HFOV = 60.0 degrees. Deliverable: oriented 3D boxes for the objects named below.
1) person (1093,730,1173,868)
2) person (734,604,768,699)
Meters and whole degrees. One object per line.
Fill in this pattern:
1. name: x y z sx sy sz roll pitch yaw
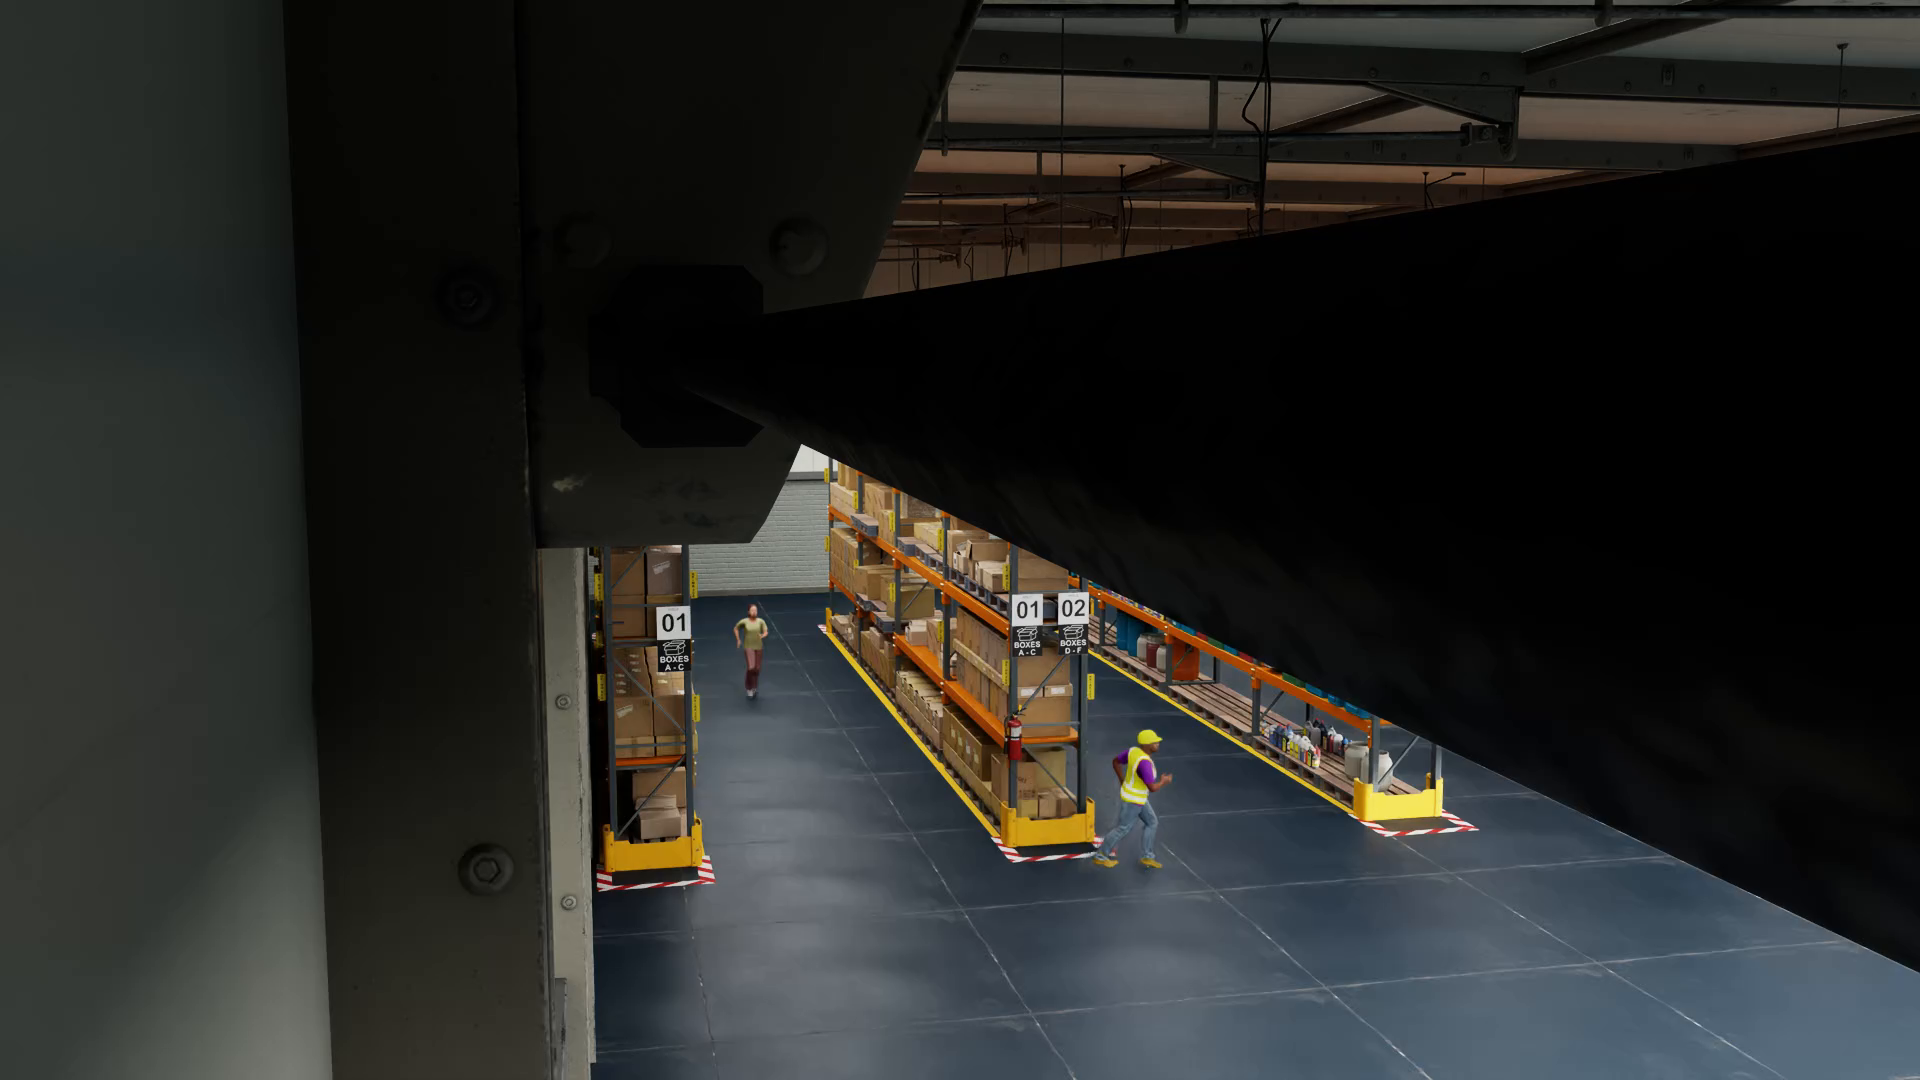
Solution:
1. person: 2.064 3.116 19.839 0.930 1.747 0.706 0 7 1
2. person: -3.705 1.977 29.733 0.559 1.688 0.688 -3 7 -23
